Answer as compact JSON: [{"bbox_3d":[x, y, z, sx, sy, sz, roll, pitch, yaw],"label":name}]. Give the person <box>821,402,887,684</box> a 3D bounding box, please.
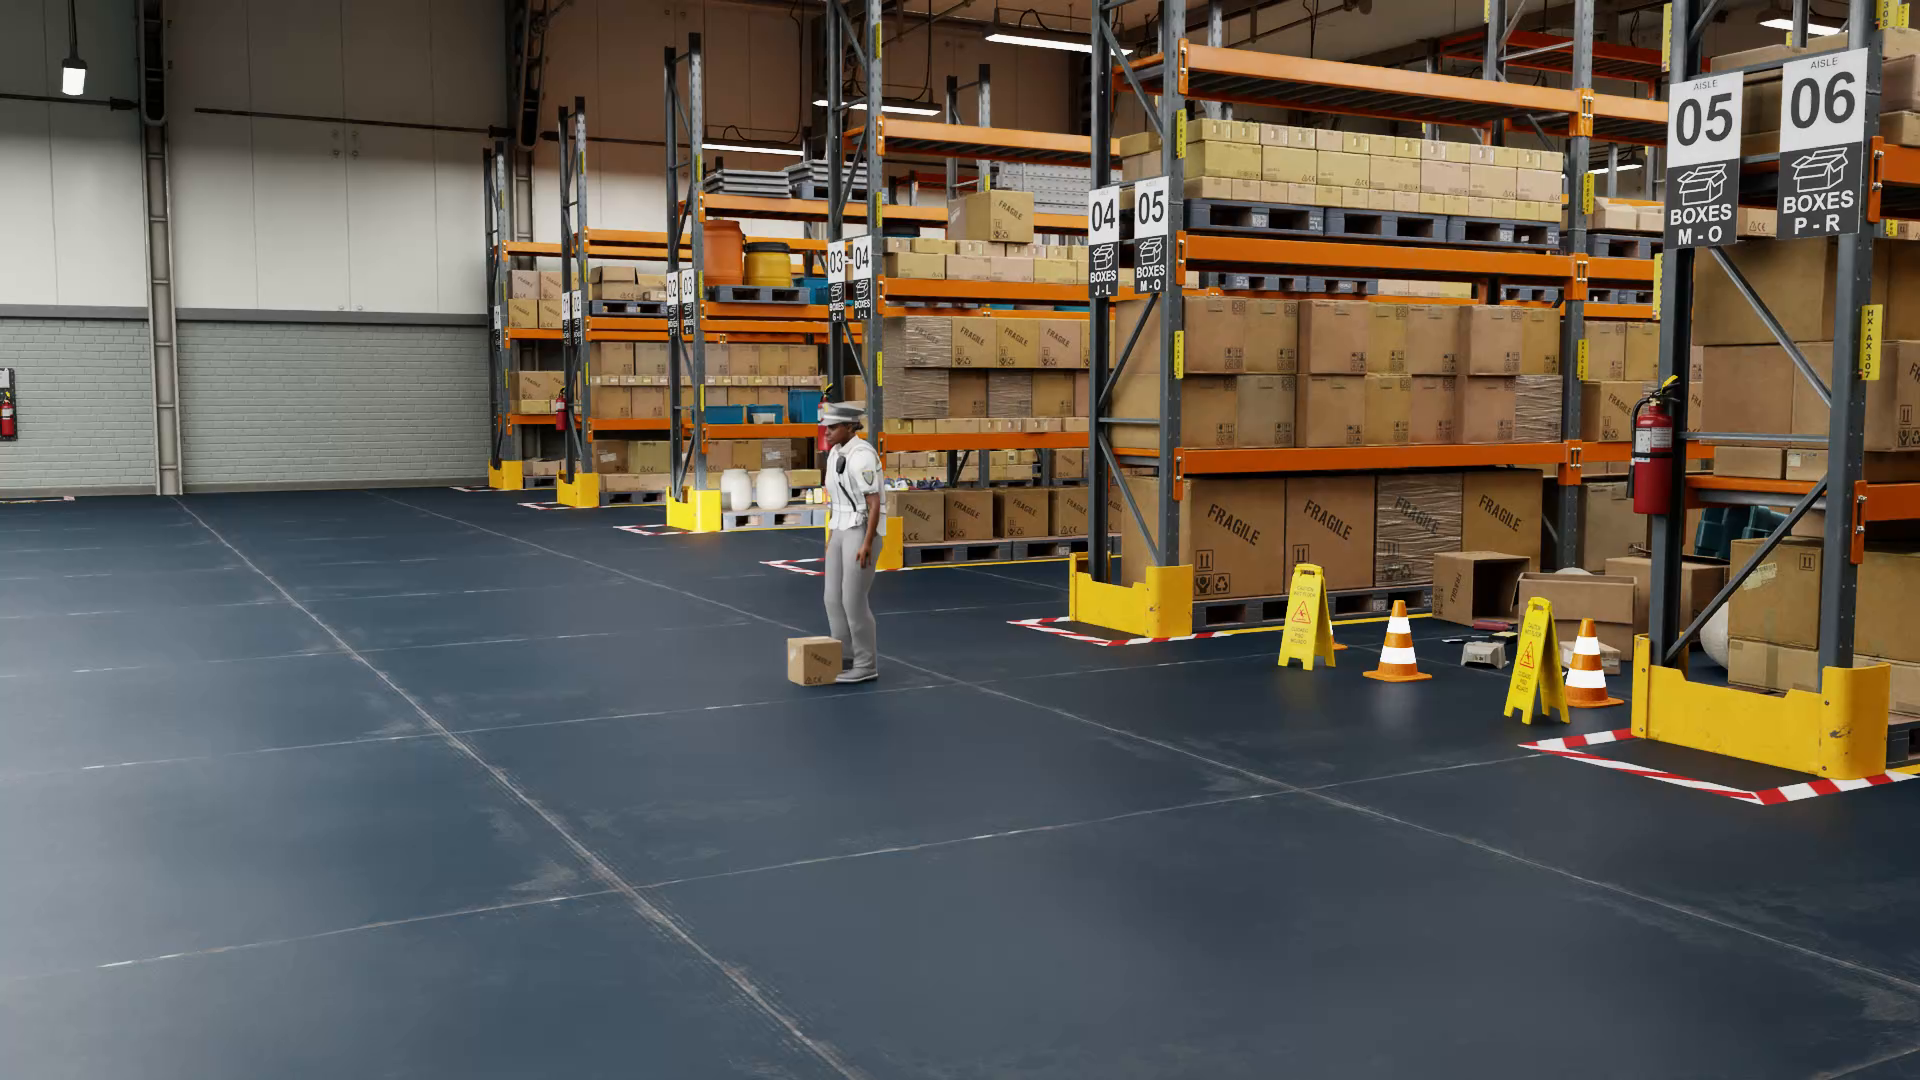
[{"bbox_3d":[-0.659,0.006,9.939,0.398,1.660,0.530,-3,6,-32],"label":"person"}]
